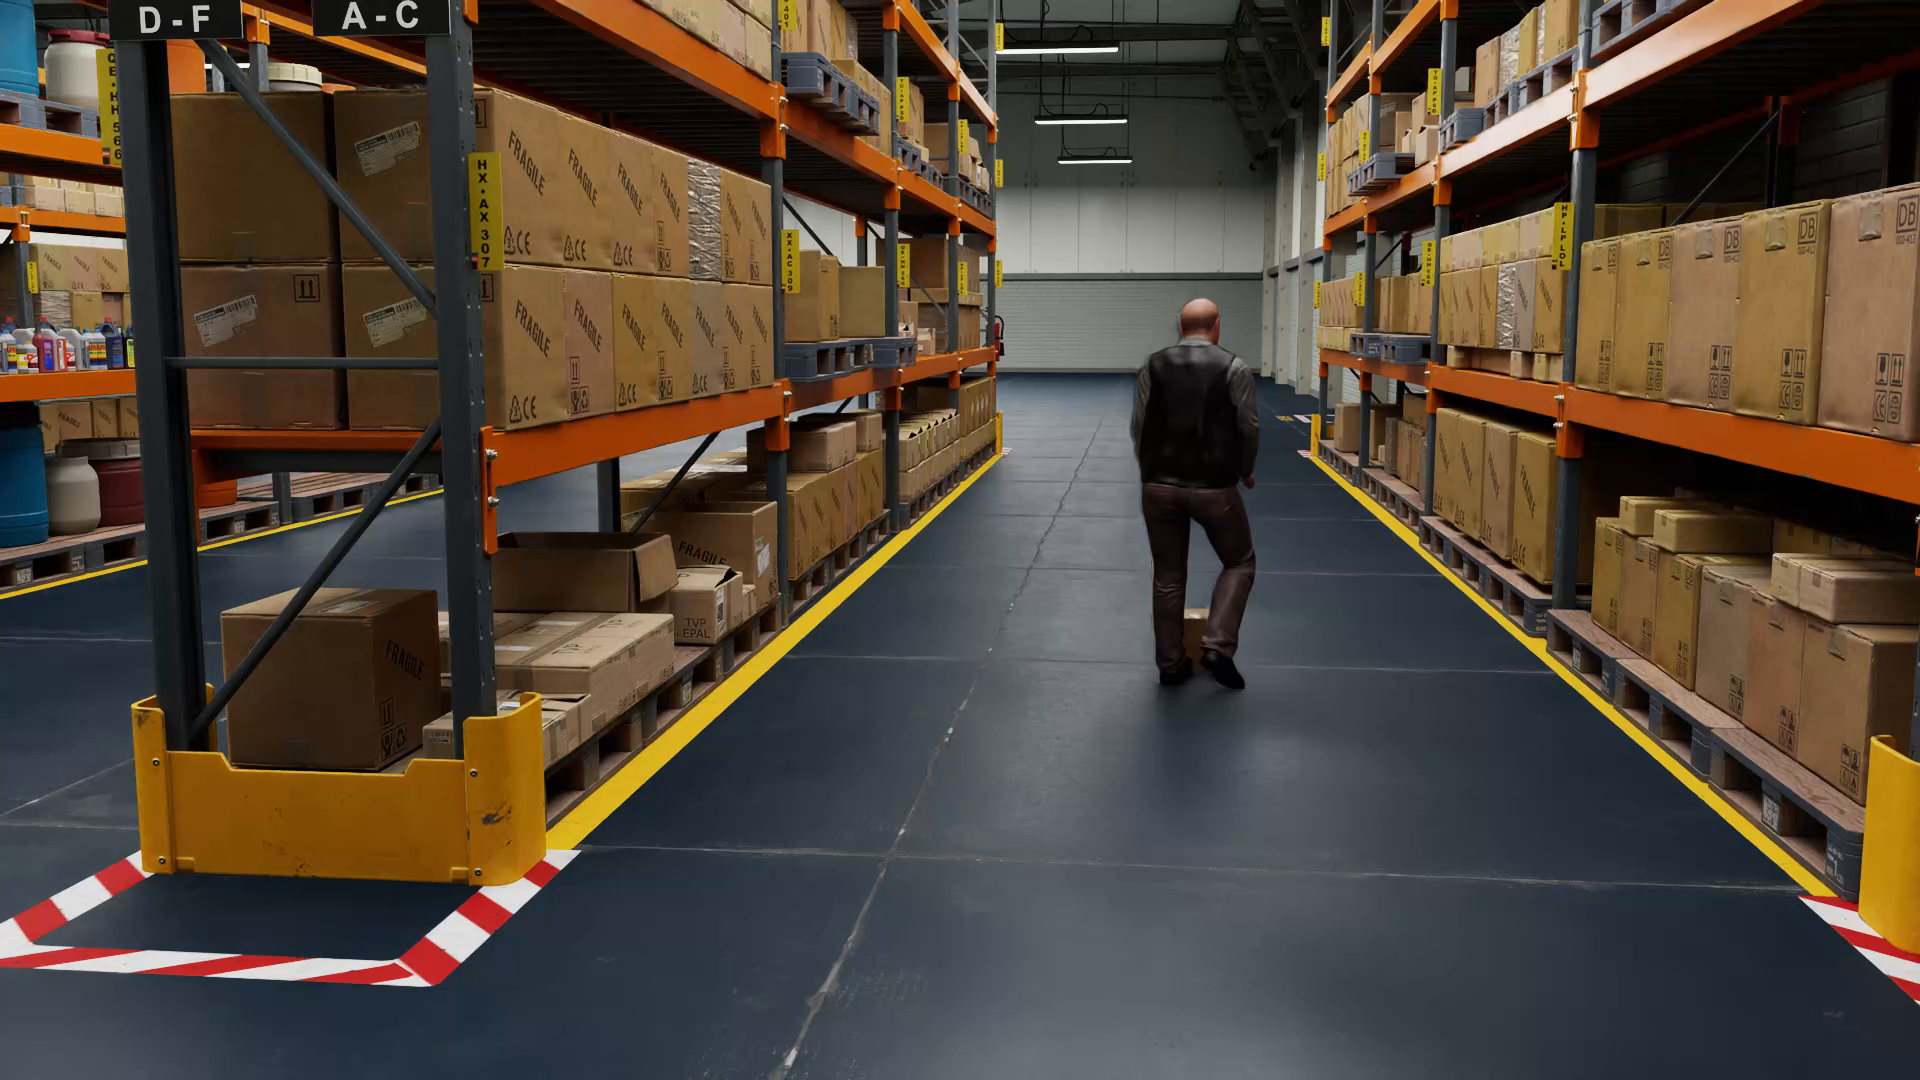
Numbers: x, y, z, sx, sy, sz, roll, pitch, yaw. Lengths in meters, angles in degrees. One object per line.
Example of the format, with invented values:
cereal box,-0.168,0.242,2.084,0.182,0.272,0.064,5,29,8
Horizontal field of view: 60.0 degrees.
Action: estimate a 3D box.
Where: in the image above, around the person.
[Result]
person,1.064,-0.202,7.442,0.553,1.738,0.531,3,8,22
